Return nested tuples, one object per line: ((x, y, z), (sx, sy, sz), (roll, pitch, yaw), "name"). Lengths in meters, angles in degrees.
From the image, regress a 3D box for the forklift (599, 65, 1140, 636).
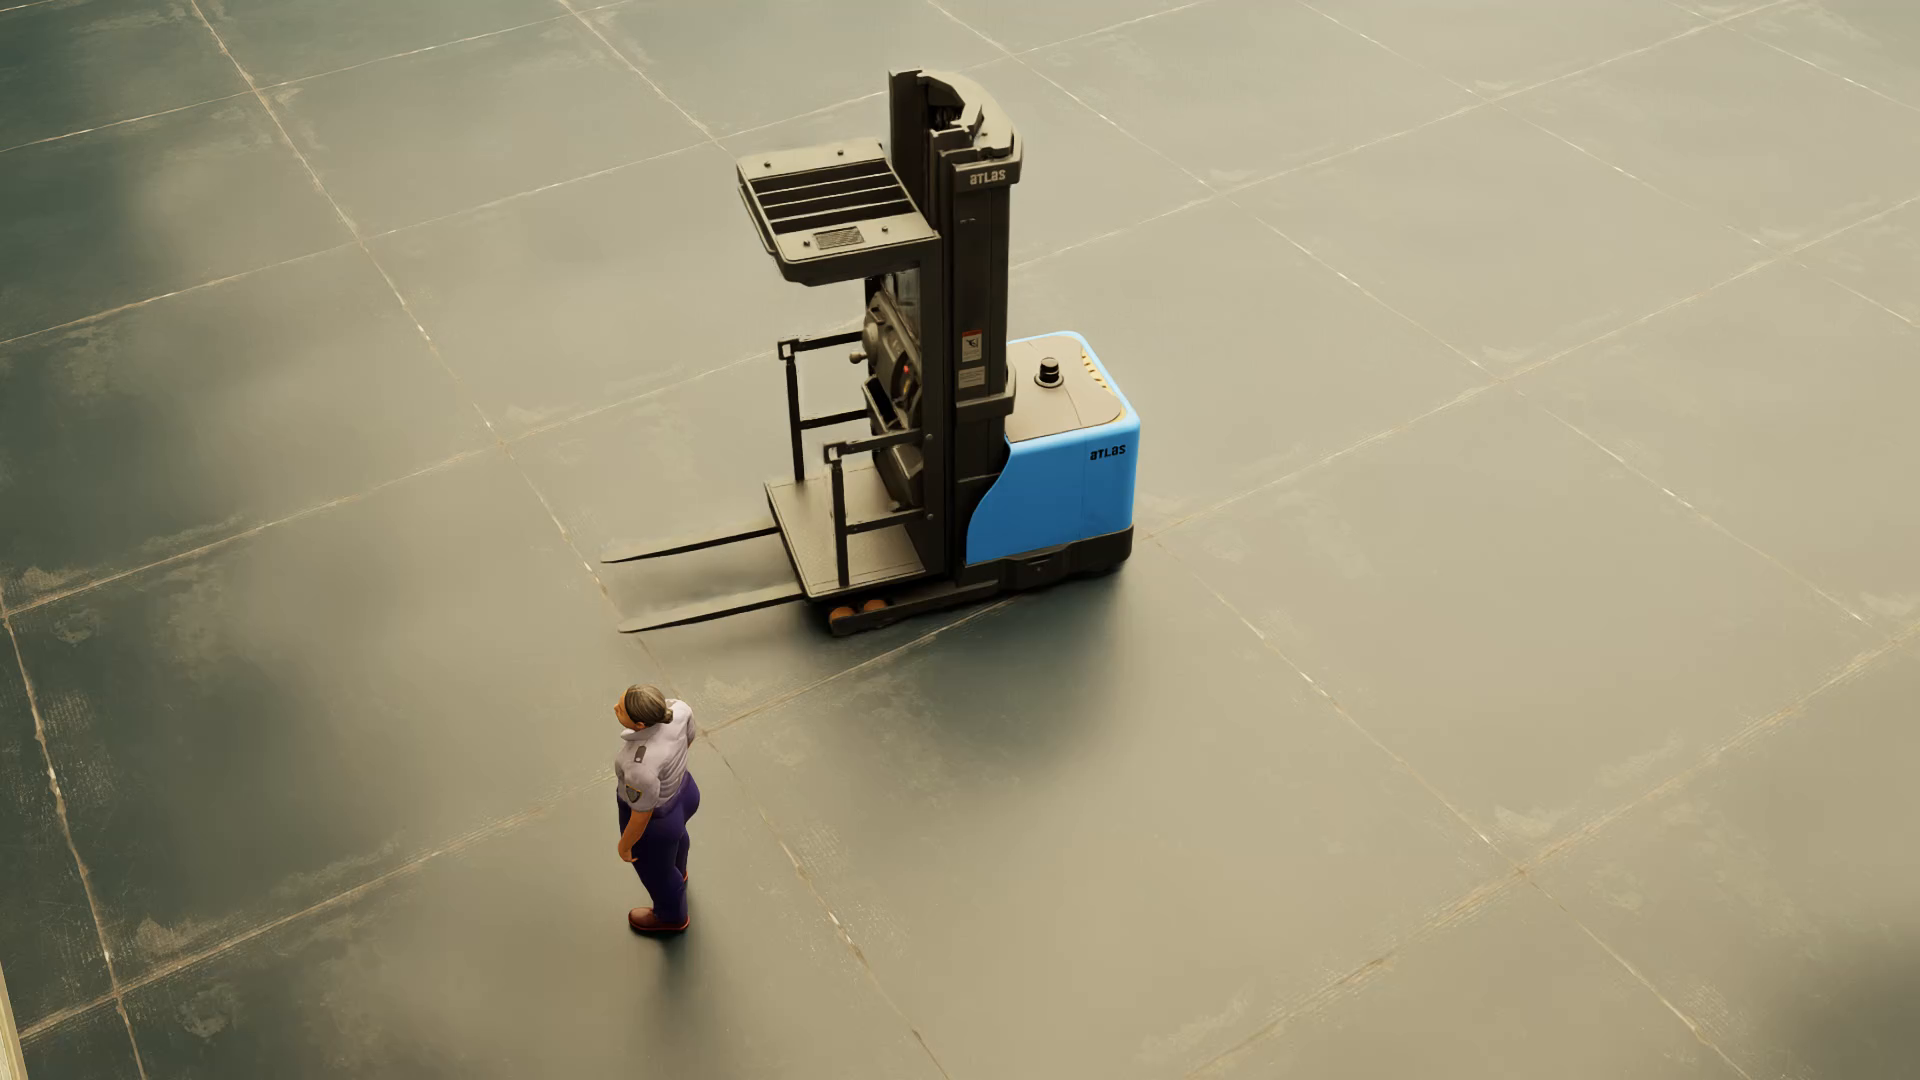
((-0.555, -0.952, 8.960), (3.031, 2.935, 1.130), (-12, 43, -14), "forklift")

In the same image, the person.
((-1.439, 1.176, 7.491), (0.503, 1.651, 0.596), (11, 42, 12), "person")
